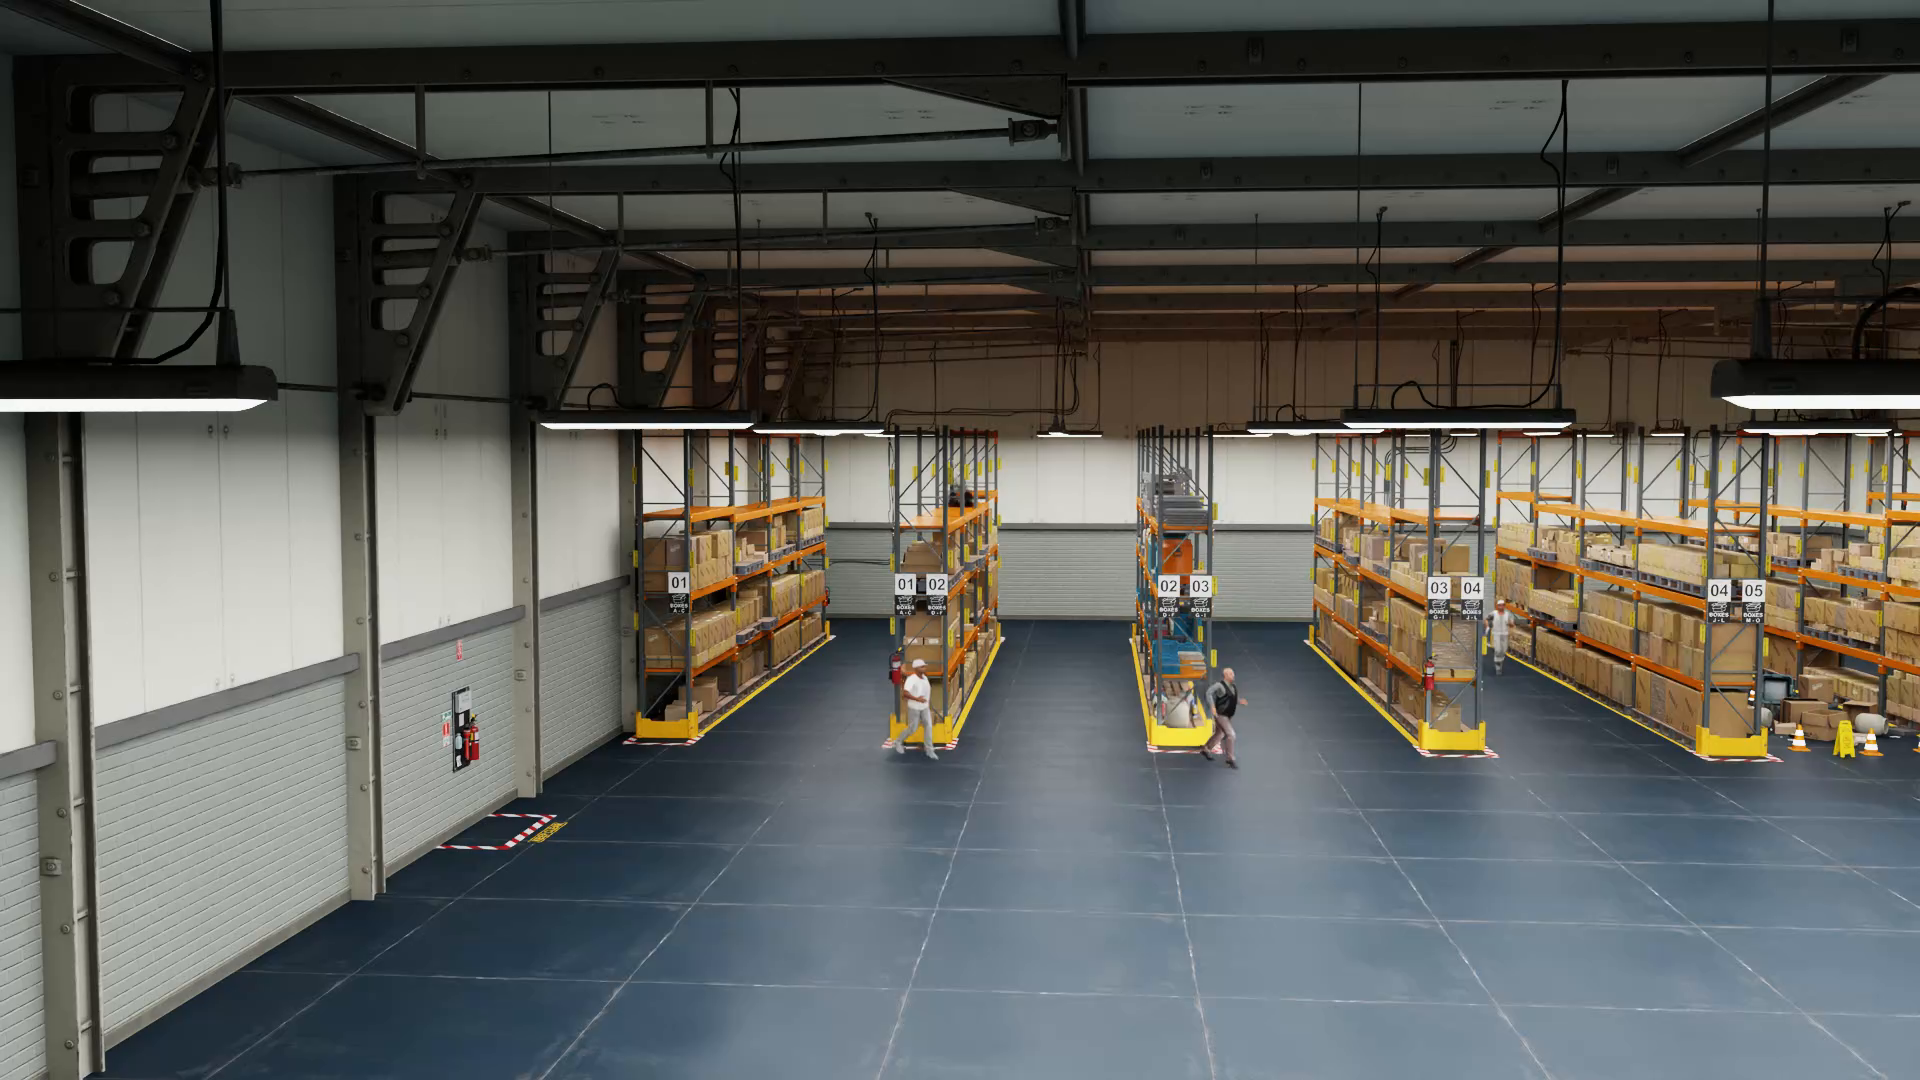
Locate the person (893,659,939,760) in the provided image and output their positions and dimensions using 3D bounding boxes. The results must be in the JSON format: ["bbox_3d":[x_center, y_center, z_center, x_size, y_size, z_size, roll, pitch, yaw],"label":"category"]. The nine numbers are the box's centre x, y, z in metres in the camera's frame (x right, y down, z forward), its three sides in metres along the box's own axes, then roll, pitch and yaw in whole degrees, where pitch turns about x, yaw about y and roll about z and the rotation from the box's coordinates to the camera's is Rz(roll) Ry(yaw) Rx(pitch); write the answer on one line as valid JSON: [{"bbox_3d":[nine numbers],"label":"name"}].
[{"bbox_3d":[-0.741,3.030,29.943,0.986,1.769,0.738,3,4,38],"label":"person"}]

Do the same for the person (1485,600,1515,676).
[{"bbox_3d":[13.204,2.369,40.655,0.655,1.829,0.840,0,3,4],"label":"person"}]

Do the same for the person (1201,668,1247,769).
[{"bbox_3d":[4.619,3.121,29.226,0.902,1.773,0.596,2,4,36],"label":"person"}]
